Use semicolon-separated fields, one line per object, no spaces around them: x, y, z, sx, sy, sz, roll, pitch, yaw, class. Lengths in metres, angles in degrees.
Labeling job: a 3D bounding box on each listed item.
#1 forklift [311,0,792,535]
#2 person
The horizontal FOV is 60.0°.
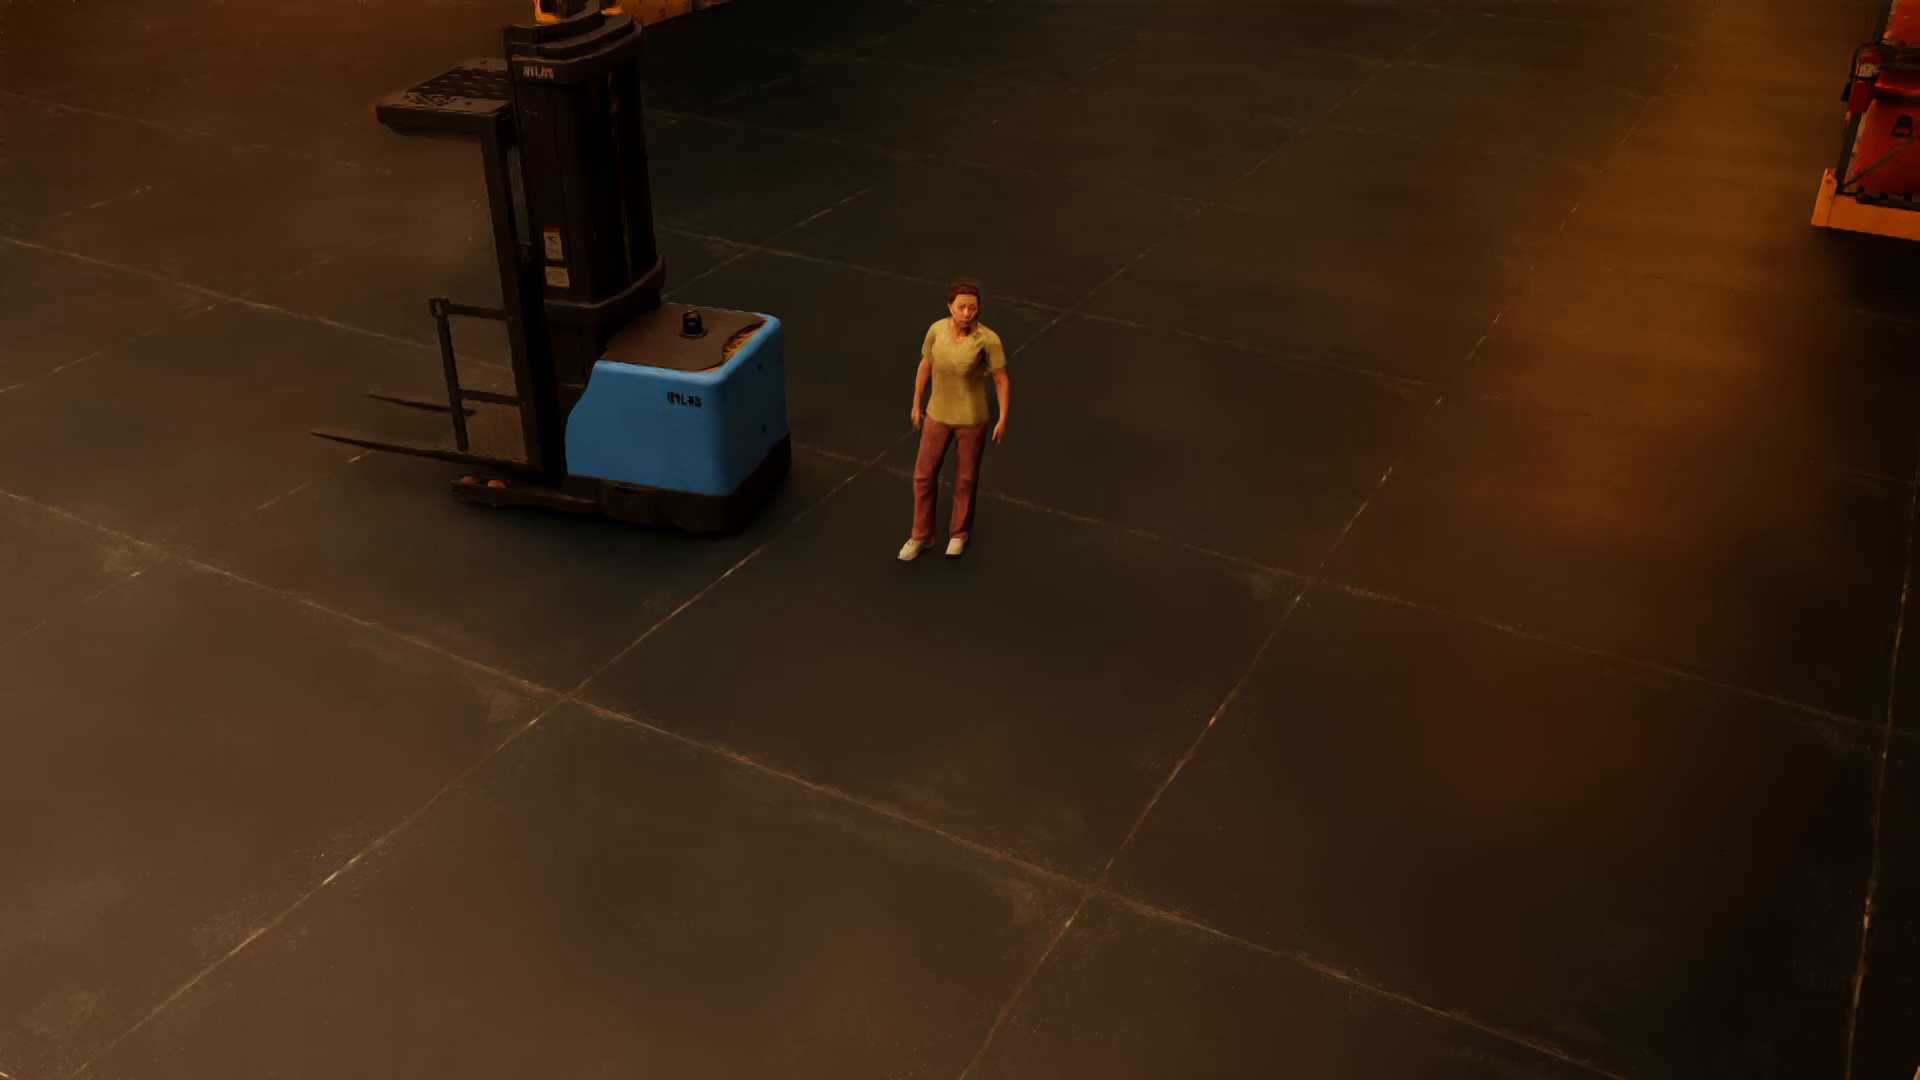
-2.661;-1.714;10.040;3.031;2.935;1.130;9;31;15;forklift
-0.024;-0.671;9.497;0.597;1.669;0.485;7;31;12;person
